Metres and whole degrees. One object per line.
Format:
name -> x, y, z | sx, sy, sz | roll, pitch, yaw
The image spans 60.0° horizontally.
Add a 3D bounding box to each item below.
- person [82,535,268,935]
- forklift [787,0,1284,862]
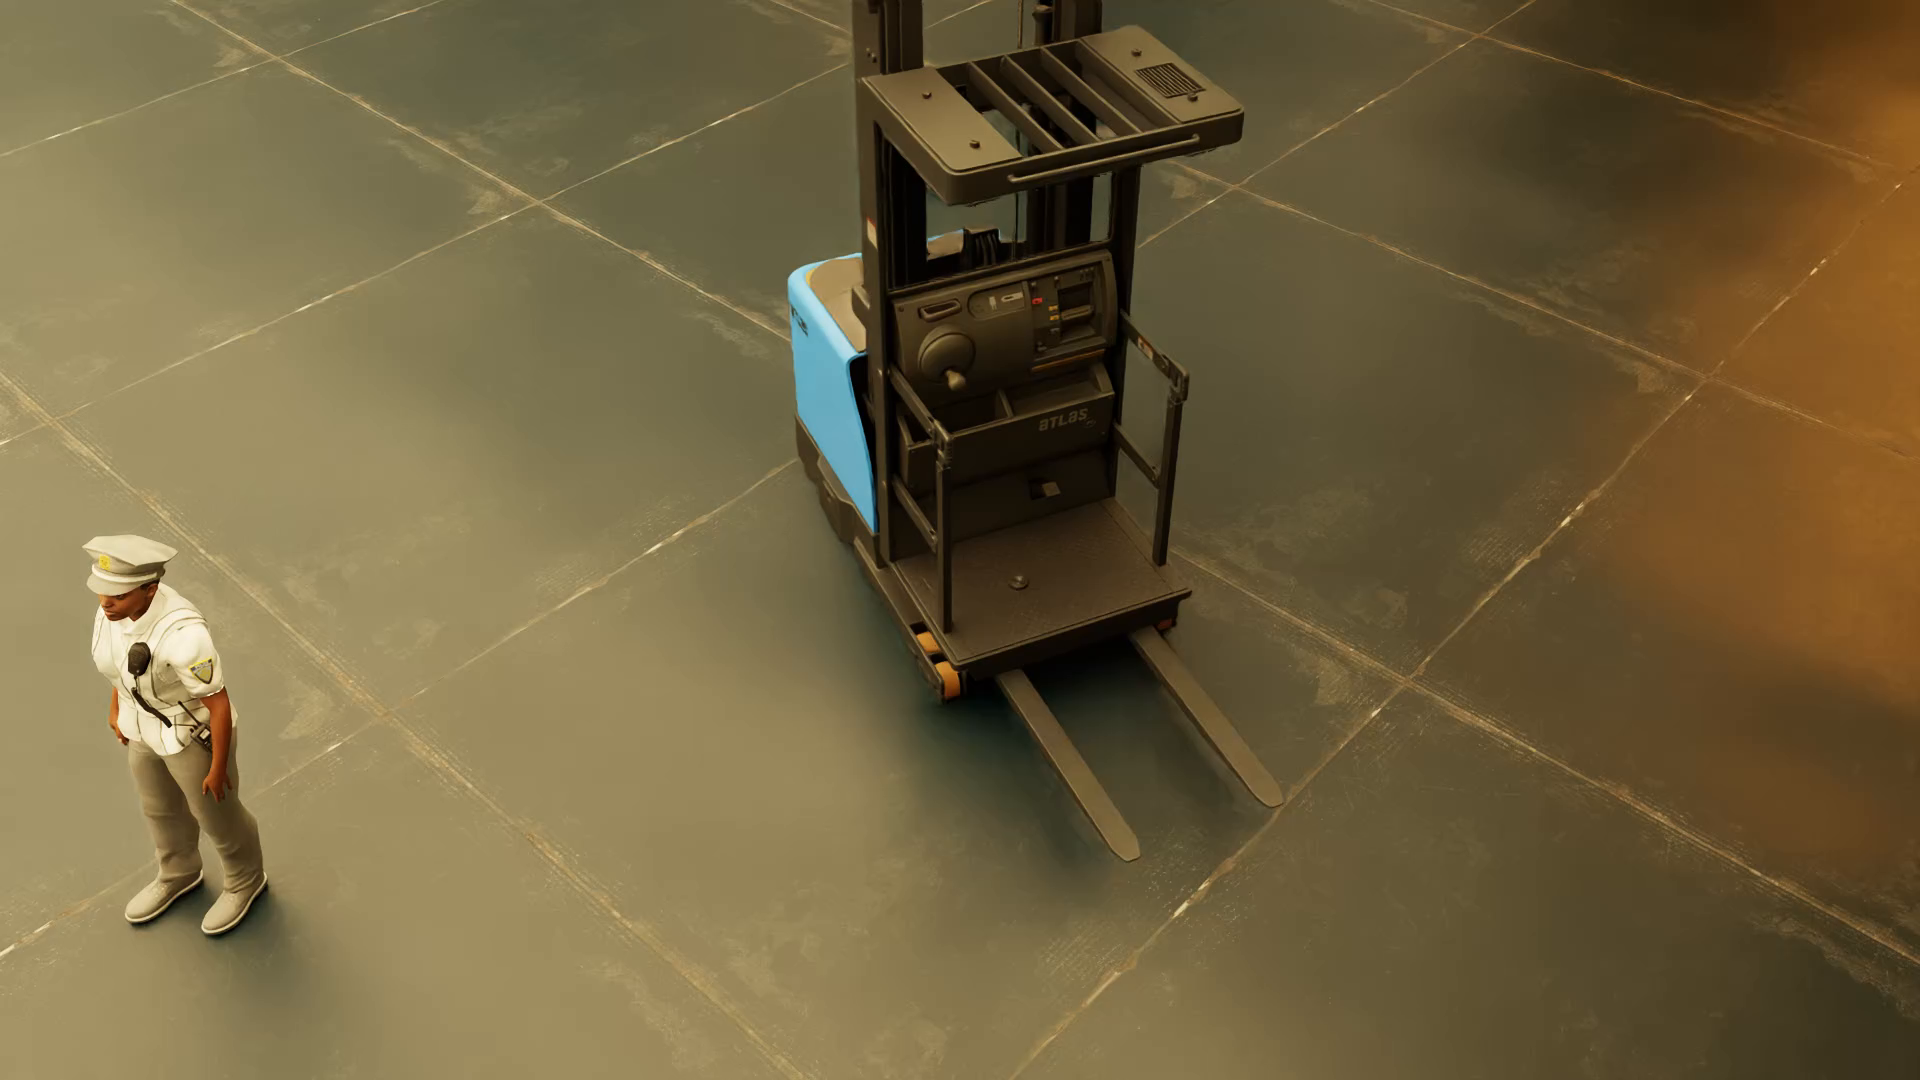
person -> -2.686, 0.681, 5.572 | 0.570, 1.695, 0.526 | 22, 45, 23
forklift -> 0.279, -0.771, 6.327 | 1.130, 2.935, 3.031 | -16, 43, -18
